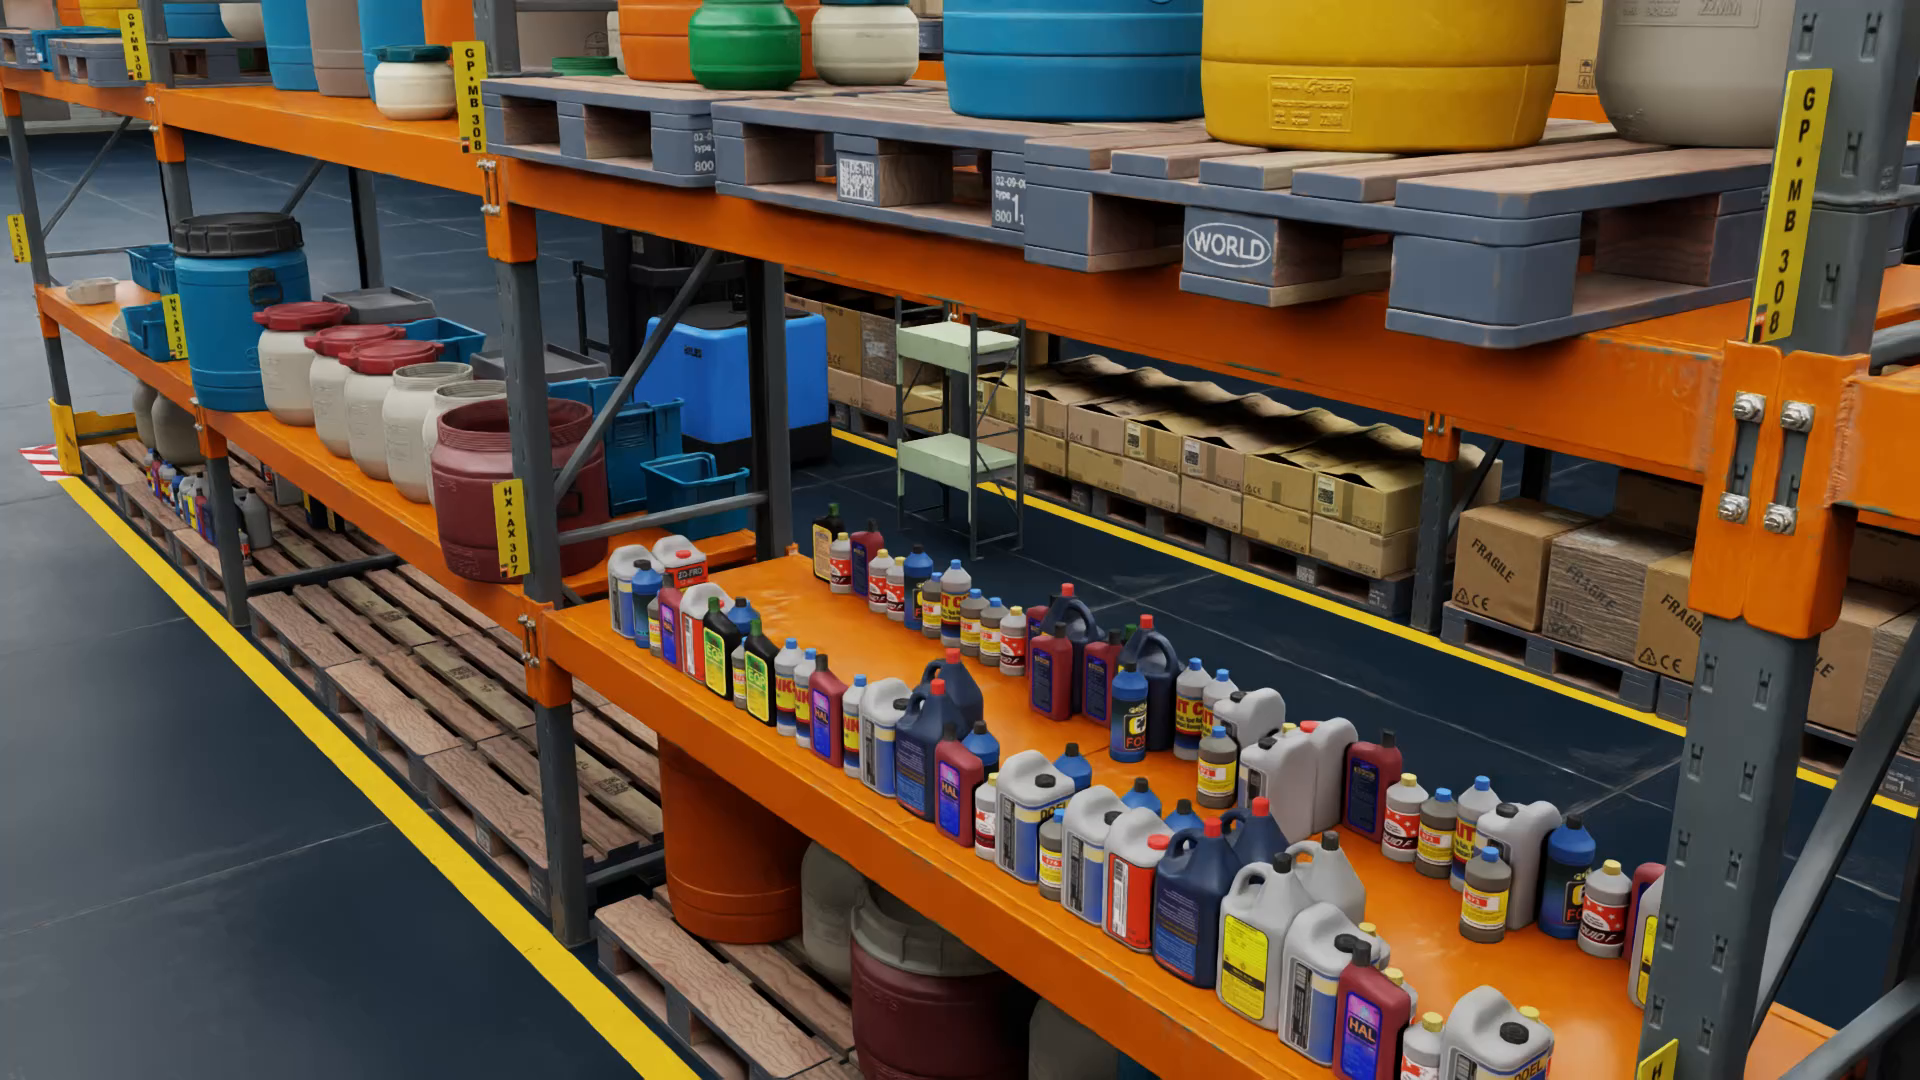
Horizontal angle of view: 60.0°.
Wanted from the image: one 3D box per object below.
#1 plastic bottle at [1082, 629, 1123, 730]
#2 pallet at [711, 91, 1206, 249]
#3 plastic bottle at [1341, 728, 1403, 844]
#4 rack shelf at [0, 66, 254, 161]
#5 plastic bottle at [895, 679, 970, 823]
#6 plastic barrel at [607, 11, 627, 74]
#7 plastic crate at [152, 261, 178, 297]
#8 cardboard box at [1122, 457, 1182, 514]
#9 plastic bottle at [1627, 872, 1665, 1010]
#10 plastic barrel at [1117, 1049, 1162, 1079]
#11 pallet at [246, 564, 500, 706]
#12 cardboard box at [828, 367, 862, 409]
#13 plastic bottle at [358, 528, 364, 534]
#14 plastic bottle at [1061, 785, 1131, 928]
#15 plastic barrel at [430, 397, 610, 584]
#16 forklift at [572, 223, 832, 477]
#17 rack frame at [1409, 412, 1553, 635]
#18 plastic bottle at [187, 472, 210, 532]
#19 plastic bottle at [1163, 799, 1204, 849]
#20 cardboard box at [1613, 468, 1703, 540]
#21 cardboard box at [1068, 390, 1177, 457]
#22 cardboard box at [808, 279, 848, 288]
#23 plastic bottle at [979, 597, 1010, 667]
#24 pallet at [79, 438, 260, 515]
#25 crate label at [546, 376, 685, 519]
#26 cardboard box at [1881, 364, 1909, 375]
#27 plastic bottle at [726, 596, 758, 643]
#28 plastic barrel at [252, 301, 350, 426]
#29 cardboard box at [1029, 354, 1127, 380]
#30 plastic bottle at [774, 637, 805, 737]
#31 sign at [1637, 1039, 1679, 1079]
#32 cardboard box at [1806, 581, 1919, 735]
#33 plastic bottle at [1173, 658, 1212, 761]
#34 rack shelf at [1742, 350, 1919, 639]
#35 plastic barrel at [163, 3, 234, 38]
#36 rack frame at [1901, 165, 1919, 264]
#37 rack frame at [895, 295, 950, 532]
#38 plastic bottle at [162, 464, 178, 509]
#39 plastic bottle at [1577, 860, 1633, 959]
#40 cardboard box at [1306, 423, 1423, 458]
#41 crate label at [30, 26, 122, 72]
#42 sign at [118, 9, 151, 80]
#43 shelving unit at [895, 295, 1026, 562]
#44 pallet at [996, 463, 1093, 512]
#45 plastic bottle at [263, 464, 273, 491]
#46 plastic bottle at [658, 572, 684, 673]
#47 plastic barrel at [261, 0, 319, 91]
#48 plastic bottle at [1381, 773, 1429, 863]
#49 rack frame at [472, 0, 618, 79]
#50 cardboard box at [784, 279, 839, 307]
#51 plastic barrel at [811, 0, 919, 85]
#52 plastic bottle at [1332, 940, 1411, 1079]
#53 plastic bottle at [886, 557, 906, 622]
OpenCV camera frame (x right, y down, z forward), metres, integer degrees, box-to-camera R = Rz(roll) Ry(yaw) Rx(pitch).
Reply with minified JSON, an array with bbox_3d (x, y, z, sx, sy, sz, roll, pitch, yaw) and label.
[{"bbox_3d":[0.404,0.376,4.642,0.061,0.283,0.133,-14,23,-36],"label":"plastic bottle"},{"bbox_3d":[0.173,-0.870,3.746,1.003,0.211,1.213,-14,23,-36],"label":"pallet"},{"bbox_3d":[0.998,0.580,4.023,0.061,0.283,0.133,-14,23,-36],"label":"plastic bottle"},{"bbox_3d":[-4.766,-2.629,9.903,1.077,0.370,4.000,-14,23,-36],"label":"rack shelf"},{"bbox_3d":[-0.068,0.507,4.139,0.144,0.351,0.185,-14,23,-36],"label":"plastic bottle"},{"bbox_3d":[-0.993,-1.682,5.719,0.421,0.512,0.421,0,18,0],"label":"plastic barrel"},{"bbox_3d":[-5.064,-1.743,11.091,0.499,0.251,0.408,-14,23,-36],"label":"plastic crate"},{"bbox_3d":[1.372,-0.387,10.466,0.500,0.250,0.500,-13,23,-35],"label":"cardboard box"},{"bbox_3d":[1.453,0.781,3.311,0.144,0.351,0.185,-14,23,-36],"label":"plastic bottle"},{"bbox_3d":[0.679,1.402,4.026,0.600,0.901,0.708,-14,23,-36],"label":"plastic barrel"},{"bbox_3d":[-3.006,0.456,8.650,1.003,0.211,1.213,-14,23,-36],"label":"pallet"},{"bbox_3d":[-0.723,-1.231,13.014,0.500,0.250,0.500,-14,23,-36],"label":"cardboard box"},{"bbox_3d":[-3.505,-0.148,9.791,0.097,0.201,0.097,0,18,0],"label":"plastic bottle"},{"bbox_3d":[0.321,0.695,3.689,0.152,0.276,0.135,-14,23,-36],"label":"plastic bottle"},{"bbox_3d":[-1.566,-0.188,5.942,0.600,0.536,0.708,-14,23,-36],"label":"plastic barrel"},{"bbox_3d":[-2.277,-2.209,12.370,1.130,2.935,3.031,-15,24,-39],"label":"forklift"},{"bbox_3d":[2.844,-1.034,8.713,1.000,3.000,0.127,-14,23,-36],"label":"rack frame"},{"bbox_3d":[-4.470,-0.234,9.813,0.144,0.351,0.185,-14,23,-36],"label":"plastic bottle"},{"bbox_3d":[0.491,0.701,3.677,0.097,0.271,0.097,0,18,0],"label":"plastic bottle"},{"bbox_3d":[3.647,-0.215,8.322,0.500,0.250,0.500,-13,22,-34],"label":"cardboard box"},{"bbox_3d":[1.051,-0.778,10.754,0.500,0.311,0.500,-15,23,-38],"label":"cardboard box"},{"bbox_3d":[-0.924,-1.938,13.956,0.500,0.500,0.500,-14,23,-36],"label":"cardboard box"},{"bbox_3d":[0.108,0.275,5.075,0.097,0.201,0.097,0,18,0],"label":"plastic bottle"},{"bbox_3d":[-5.424,-0.505,11.552,1.003,0.211,1.213,-14,23,-36],"label":"pallet"},{"bbox_3d":[-1.446,-0.383,6.690,0.502,0.435,0.616,-14,23,-36],"label":"crate label"},{"bbox_3d":[4.183,-0.719,6.933,0.500,0.500,0.700,13,23,35],"label":"cardboard box"},{"bbox_3d":[-0.640,0.299,4.893,0.097,0.271,0.097,0,18,0],"label":"plastic bottle"},{"bbox_3d":[-3.102,-0.840,7.911,0.433,0.535,0.433,0,18,0],"label":"plastic barrel"},{"bbox_3d":[0.837,-1.136,11.836,0.500,0.311,0.500,-14,23,-36],"label":"cardboard box"},{"bbox_3d":[-0.462,0.400,4.587,0.097,0.271,0.097,0,18,0],"label":"plastic bottle"},{"bbox_3d":[1.010,0.893,2.454,0.100,0.325,0.005,-14,23,-36],"label":"sign"},{"bbox_3d":[3.868,0.492,7.382,0.500,0.500,0.500,-15,23,-38],"label":"cardboard box"},{"bbox_3d":[0.624,0.447,4.446,0.097,0.271,0.097,0,18,0],"label":"plastic bottle"},{"bbox_3d":[2.685,0.328,0.973,1.077,0.370,4.000,-14,23,-36],"label":"rack shelf"},{"bbox_3d":[-4.058,-3.181,8.961,0.600,0.901,0.708,-14,23,-36],"label":"plastic barrel"},{"bbox_3d":[6.725,-2.002,11.636,1.000,3.000,0.127,-14,23,-36],"label":"rack frame"},{"bbox_3d":[-0.231,-0.804,10.404,0.400,1.500,0.023,-14,23,-36],"label":"rack frame"},{"bbox_3d":[-4.852,-0.336,10.247,0.097,0.271,0.097,0,18,0],"label":"plastic bottle"},{"bbox_3d":[1.381,0.780,3.550,0.097,0.201,0.097,0,18,0],"label":"plastic bottle"},{"bbox_3d":[2.417,-0.508,9.940,0.500,0.311,0.500,-15,23,-37],"label":"cardboard box"},{"bbox_3d":[-5.105,-2.867,9.714,0.502,0.251,0.408,-14,23,-36],"label":"crate label"},{"bbox_3d":[-3.962,-2.377,7.984,0.100,0.325,0.005,-14,23,-36],"label":"sign"},{"bbox_3d":[-0.004,-0.714,10.132,0.431,1.500,0.755,-14,23,-36],"label":"shelving unit"},{"bbox_3d":[0.849,-0.522,11.603,1.003,0.211,1.213,-14,23,-36],"label":"pallet"},{"bbox_3d":[-4.389,-0.422,10.618,0.097,0.201,0.097,0,18,0],"label":"plastic bottle"},{"bbox_3d":[-0.857,0.247,5.031,0.061,0.283,0.133,-14,23,-36],"label":"plastic bottle"},{"bbox_3d":[-3.038,-2.633,7.972,0.600,0.901,0.708,-14,23,-36],"label":"plastic barrel"},{"bbox_3d":[1.055,0.651,3.940,0.097,0.201,0.097,0,18,0],"label":"plastic bottle"},{"bbox_3d":[-1.041,-2.916,4.854,1.000,3.000,0.127,-14,23,-36],"label":"rack frame"},{"bbox_3d":[-1.332,-1.836,13.649,0.500,0.500,0.500,-14,23,-36],"label":"cardboard box"},{"bbox_3d":[-0.260,-1.390,4.569,0.301,0.262,0.301,0,18,0],"label":"plastic barrel"},{"bbox_3d":[0.765,0.891,3.086,0.061,0.283,0.133,-14,23,-36],"label":"plastic bottle"},{"bbox_3d":[-0.194,0.155,5.437,0.097,0.201,0.097,0,18,0],"label":"plastic bottle"}]
